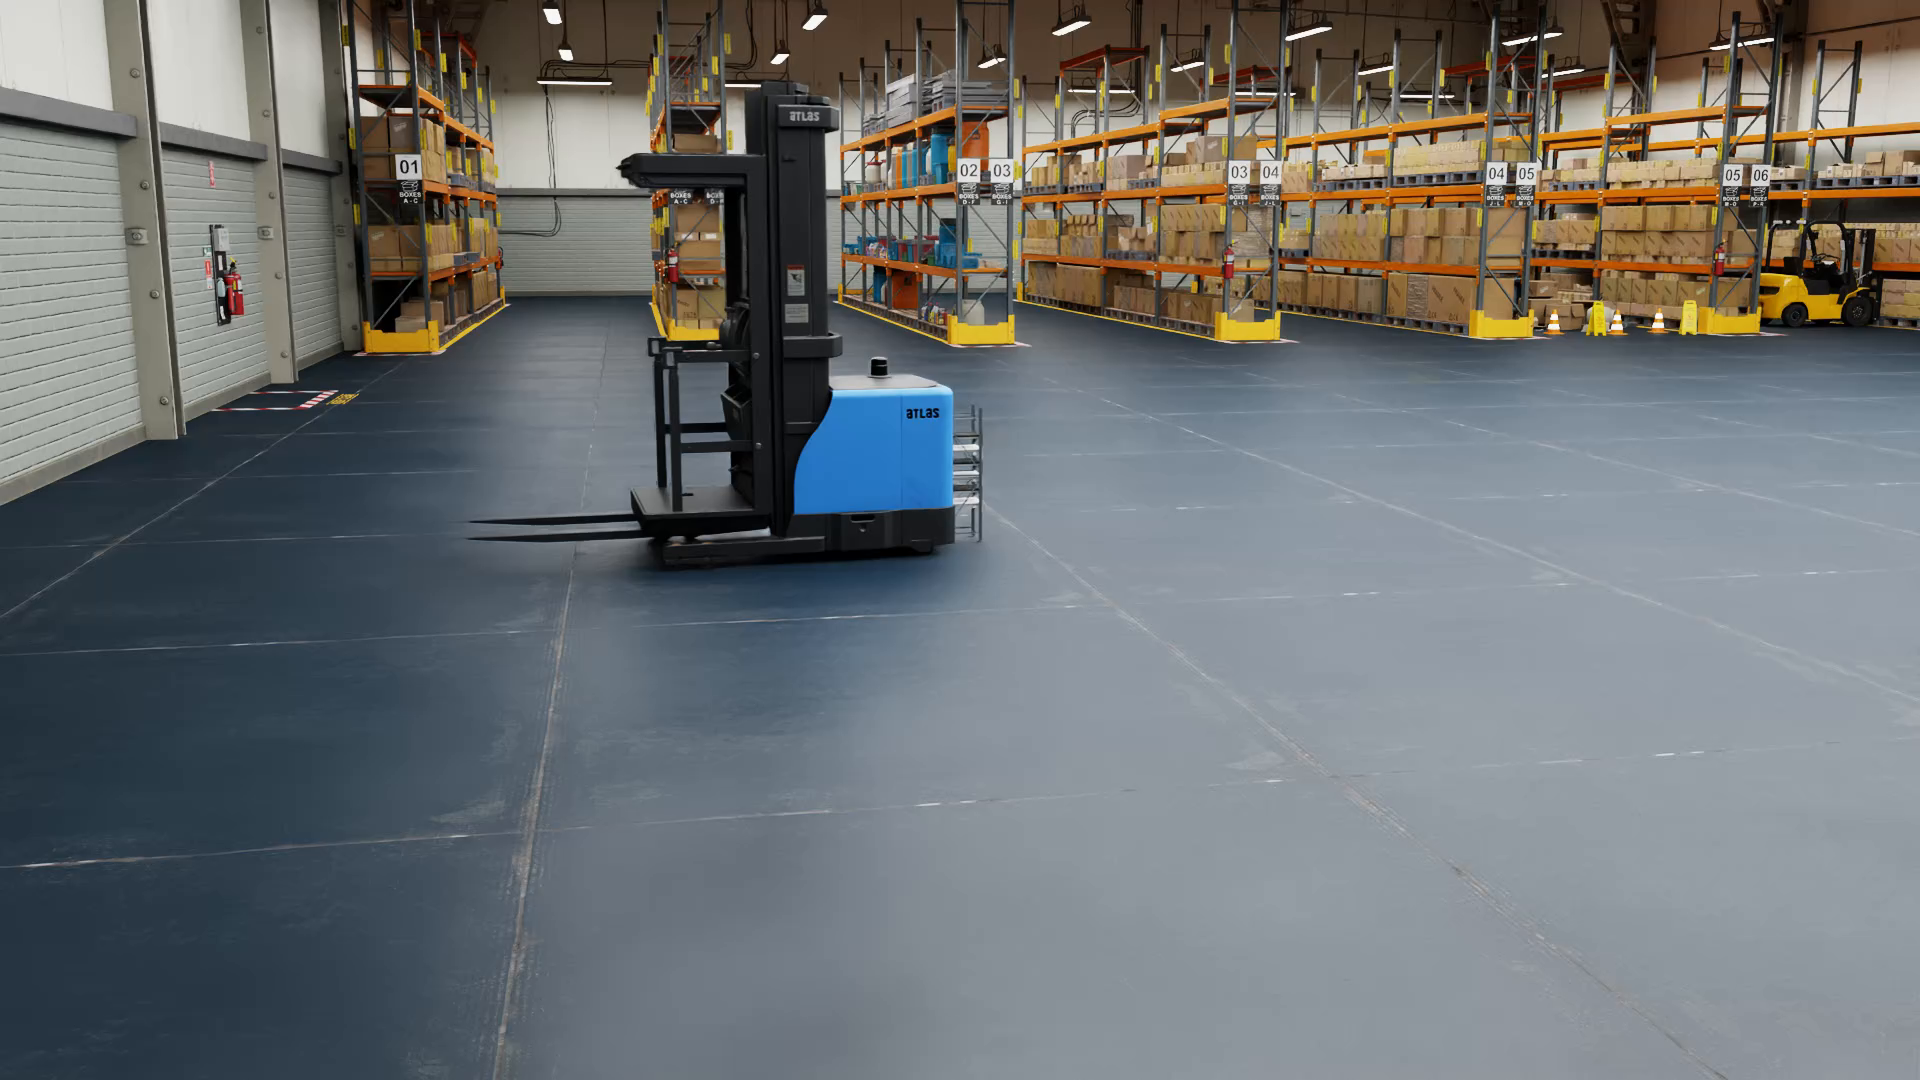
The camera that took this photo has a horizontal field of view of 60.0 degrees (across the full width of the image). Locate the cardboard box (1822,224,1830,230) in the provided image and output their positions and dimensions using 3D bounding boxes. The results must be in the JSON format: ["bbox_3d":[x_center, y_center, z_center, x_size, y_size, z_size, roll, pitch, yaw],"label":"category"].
[{"bbox_3d":[19.029,-6.821,36.215,0.380,0.149,0.250,-2,11,-10],"label":"cardboard box"}]

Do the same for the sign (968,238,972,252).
[{"bbox_3d":[0.196,-5.853,33.185,0.100,0.325,0.005,-2,11,-11],"label":"sign"}]

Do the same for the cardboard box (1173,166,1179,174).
[{"bbox_3d":[4.424,-7.307,32.877,0.380,0.149,0.250,-2,11,-11],"label":"cardboard box"}]

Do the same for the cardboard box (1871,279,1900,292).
[{"bbox_3d":[19.271,-5.293,34.537,0.500,0.250,0.500,-2,11,-10],"label":"cardboard box"}]

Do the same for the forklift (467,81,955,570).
[{"bbox_3d":[-1.605,-1.364,10.525,3.031,2.935,1.130,-3,11,-15],"label":"forklift"}]

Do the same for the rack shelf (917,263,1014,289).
[{"bbox_3d":[0.043,-4.979,31.256,1.077,0.370,4.000,-2,11,-11],"label":"rack shelf"}]

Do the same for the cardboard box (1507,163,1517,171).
[{"bbox_3d":[10.423,-6.987,31.145,0.380,0.149,0.250,-2,11,-11],"label":"cardboard box"}]

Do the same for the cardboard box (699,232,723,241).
[{"bbox_3d":[-4.292,-5.234,28.668,0.380,0.149,0.250,-2,11,-11],"label":"cardboard box"}]

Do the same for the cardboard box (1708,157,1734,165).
[{"bbox_3d":[14.656,-7.299,32.040,0.380,0.149,0.250,-2,11,-10],"label":"cardboard box"}]

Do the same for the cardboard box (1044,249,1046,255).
[{"bbox_3d":[2.375,-7.456,43.018,0.380,0.149,0.250,-2,11,-10],"label":"cardboard box"}]

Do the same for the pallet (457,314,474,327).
[{"bbox_3d":[-10.691,-4.559,34.585,1.003,0.211,1.213,-2,11,-11],"label":"pallet"}]

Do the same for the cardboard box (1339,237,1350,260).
[{"bbox_3d":[8.736,-6.454,36.818,0.500,0.500,0.500,-2,11,-12],"label":"cardboard box"}]

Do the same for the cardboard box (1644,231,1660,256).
[{"bbox_3d":[14.369,-6.068,33.993,0.500,0.500,0.500,-2,11,-10],"label":"cardboard box"}]

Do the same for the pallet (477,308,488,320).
[{"bbox_3d":[-11.155,-5.073,37.286,1.003,0.211,1.213,-2,11,-11],"label":"pallet"}]

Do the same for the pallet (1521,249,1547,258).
[{"bbox_3d":[13.698,-6.752,39.162,1.213,0.211,1.003,-2,11,-11],"label":"pallet"}]

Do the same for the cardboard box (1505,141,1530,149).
[{"bbox_3d":[10.423,-7.377,31.061,0.380,0.149,0.250,-2,11,-10],"label":"cardboard box"}]

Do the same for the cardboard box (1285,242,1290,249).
[{"bbox_3d":[7.976,-7.024,39.626,0.380,0.149,0.250,-2,11,-10],"label":"cardboard box"}]

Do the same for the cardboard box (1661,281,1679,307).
[{"bbox_3d":[14.495,-4.963,33.474,0.500,0.500,0.500,-2,11,-9],"label":"cardboard box"}]

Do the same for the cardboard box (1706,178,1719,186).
[{"bbox_3d":[14.668,-6.911,32.135,0.380,0.149,0.250,-2,11,-11],"label":"cardboard box"}]

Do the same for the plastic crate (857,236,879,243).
[{"bbox_3d":[-2.431,-7.892,44.384,0.616,0.435,0.499,-2,11,-11],"label":"plastic crate"}]

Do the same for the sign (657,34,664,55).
[{"bbox_3d":[-4.962,-8.214,27.573,0.100,0.325,0.005,-2,11,-11],"label":"sign"}]

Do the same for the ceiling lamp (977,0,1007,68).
[{"bbox_3d":[1.006,-12.930,39.449,0.800,3.185,2.000,-2,11,-11],"label":"ceiling lamp"}]

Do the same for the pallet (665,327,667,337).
[{"bbox_3d":[-5.092,-4.002,31.660,1.003,0.211,1.213,-2,11,-11],"label":"pallet"}]

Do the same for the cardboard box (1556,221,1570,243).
[{"bbox_3d":[13.726,-6.903,37.257,0.500,0.500,0.500,-2,11,-9],"label":"cardboard box"}]

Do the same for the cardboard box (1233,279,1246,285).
[{"bbox_3d":[7.373,-6.753,43.564,0.380,0.149,0.250,-2,11,-12],"label":"cardboard box"}]

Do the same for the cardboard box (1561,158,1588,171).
[{"bbox_3d":[13.776,-8.379,37.117,0.500,0.250,0.500,-2,11,-10],"label":"cardboard box"}]

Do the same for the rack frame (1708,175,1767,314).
[{"bbox_3d":[15.011,-5.506,32.102,1.000,3.000,0.127,-2,11,-11],"label":"rack frame"}]

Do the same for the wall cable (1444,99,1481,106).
[{"bbox_3d":[16.926,-15.383,53.074,2.988,3.039,0.133,-2,11,-11],"label":"wall cable"}]

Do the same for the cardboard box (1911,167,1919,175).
[{"bbox_3d":[19.420,-7.434,33.488,0.380,0.149,0.250,-2,11,-13],"label":"cardboard box"}]

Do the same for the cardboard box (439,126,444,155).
[{"bbox_3d":[-9.583,-7.180,29.878,0.500,0.500,0.500,-2,11,-8],"label":"cardboard box"}]

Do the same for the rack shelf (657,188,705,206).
[{"bbox_3d":[-5.594,-7.007,33.887,1.077,0.370,4.000,-2,11,-11],"label":"rack shelf"}]

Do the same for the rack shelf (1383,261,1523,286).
[{"bbox_3d":[9.786,-5.321,33.053,1.077,0.370,4.000,-2,11,-11],"label":"rack shelf"}]

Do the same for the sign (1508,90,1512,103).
[{"bbox_3d":[12.912,-10.436,39.038,0.100,0.325,0.005,-2,11,-11],"label":"sign"}]

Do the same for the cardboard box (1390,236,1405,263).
[{"bbox_3d":[9.481,-6.047,34.546,0.875,0.550,0.550,-2,11,-11],"label":"cardboard box"}]

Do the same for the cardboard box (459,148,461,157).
[{"bbox_3d":[-11.577,-8.747,37.658,0.500,0.250,0.500,-1,11,-7],"label":"cardboard box"}]

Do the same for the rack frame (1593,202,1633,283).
[{"bbox_3d":[17.546,-7.888,44.617,1.000,3.000,0.127,-2,11,-11],"label":"rack frame"}]

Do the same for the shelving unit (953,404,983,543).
[{"bbox_3d":[0.006,-0.444,11.123,0.258,0.900,0.210,-3,11,-13],"label":"shelving unit"}]

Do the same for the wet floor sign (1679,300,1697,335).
[{"bbox_3d":[13.999,-4.276,31.934,0.267,0.644,0.232,2,11,9],"label":"wet floor sign"}]

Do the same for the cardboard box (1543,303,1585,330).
[{"bbox_3d":[12.186,-4.510,33.544,0.637,0.503,0.797,9,14,38],"label":"cardboard box"}]

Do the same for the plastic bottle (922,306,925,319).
[{"bbox_3d":[-0.714,-4.500,32.939,0.097,0.271,0.097,0,11,0],"label":"plastic bottle"}]

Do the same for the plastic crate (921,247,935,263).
[{"bbox_3d":[-0.369,-5.568,32.593,0.767,0.338,0.504,-2,11,-11],"label":"plastic crate"}]

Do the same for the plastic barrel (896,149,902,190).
[{"bbox_3d":[-1.050,-7.839,35.187,0.600,0.830,0.708,-2,11,-11],"label":"plastic barrel"}]

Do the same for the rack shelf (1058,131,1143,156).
[{"bbox_3d":[3.346,-9.377,39.388,1.077,0.370,4.000,-2,11,-11],"label":"rack shelf"}]

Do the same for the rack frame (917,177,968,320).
[{"bbox_3d":[-0.346,-5.699,33.116,1.000,3.000,0.127,-2,11,-11],"label":"rack frame"}]

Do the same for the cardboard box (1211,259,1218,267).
[{"bbox_3d":[4.885,-5.157,30.939,0.380,0.149,0.250,-2,11,-11],"label":"cardboard box"}]

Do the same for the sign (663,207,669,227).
[{"bbox_3d":[-4.962,-5.454,28.098,0.100,0.325,0.005,-2,11,-11],"label":"sign"}]

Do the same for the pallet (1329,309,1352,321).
[{"bbox_3d":[8.933,-5.034,37.081,1.003,0.211,1.213,-2,11,-11],"label":"pallet"}]

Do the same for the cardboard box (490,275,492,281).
[{"bbox_3d":[-11.654,-6.409,40.674,0.380,0.149,0.250,-2,11,-13],"label":"cardboard box"}]

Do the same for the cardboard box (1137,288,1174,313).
[{"bbox_3d":[4.231,-5.171,35.853,0.700,0.500,0.500,-3,11,-16],"label":"cardboard box"}]

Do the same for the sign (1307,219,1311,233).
[{"bbox_3d":[8.089,-7.283,38.554,0.100,0.325,0.005,-2,11,-11],"label":"sign"}]

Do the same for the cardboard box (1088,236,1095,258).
[{"bbox_3d":[3.304,-6.835,38.817,0.500,0.500,0.500,-2,11,-12],"label":"cardboard box"}]
